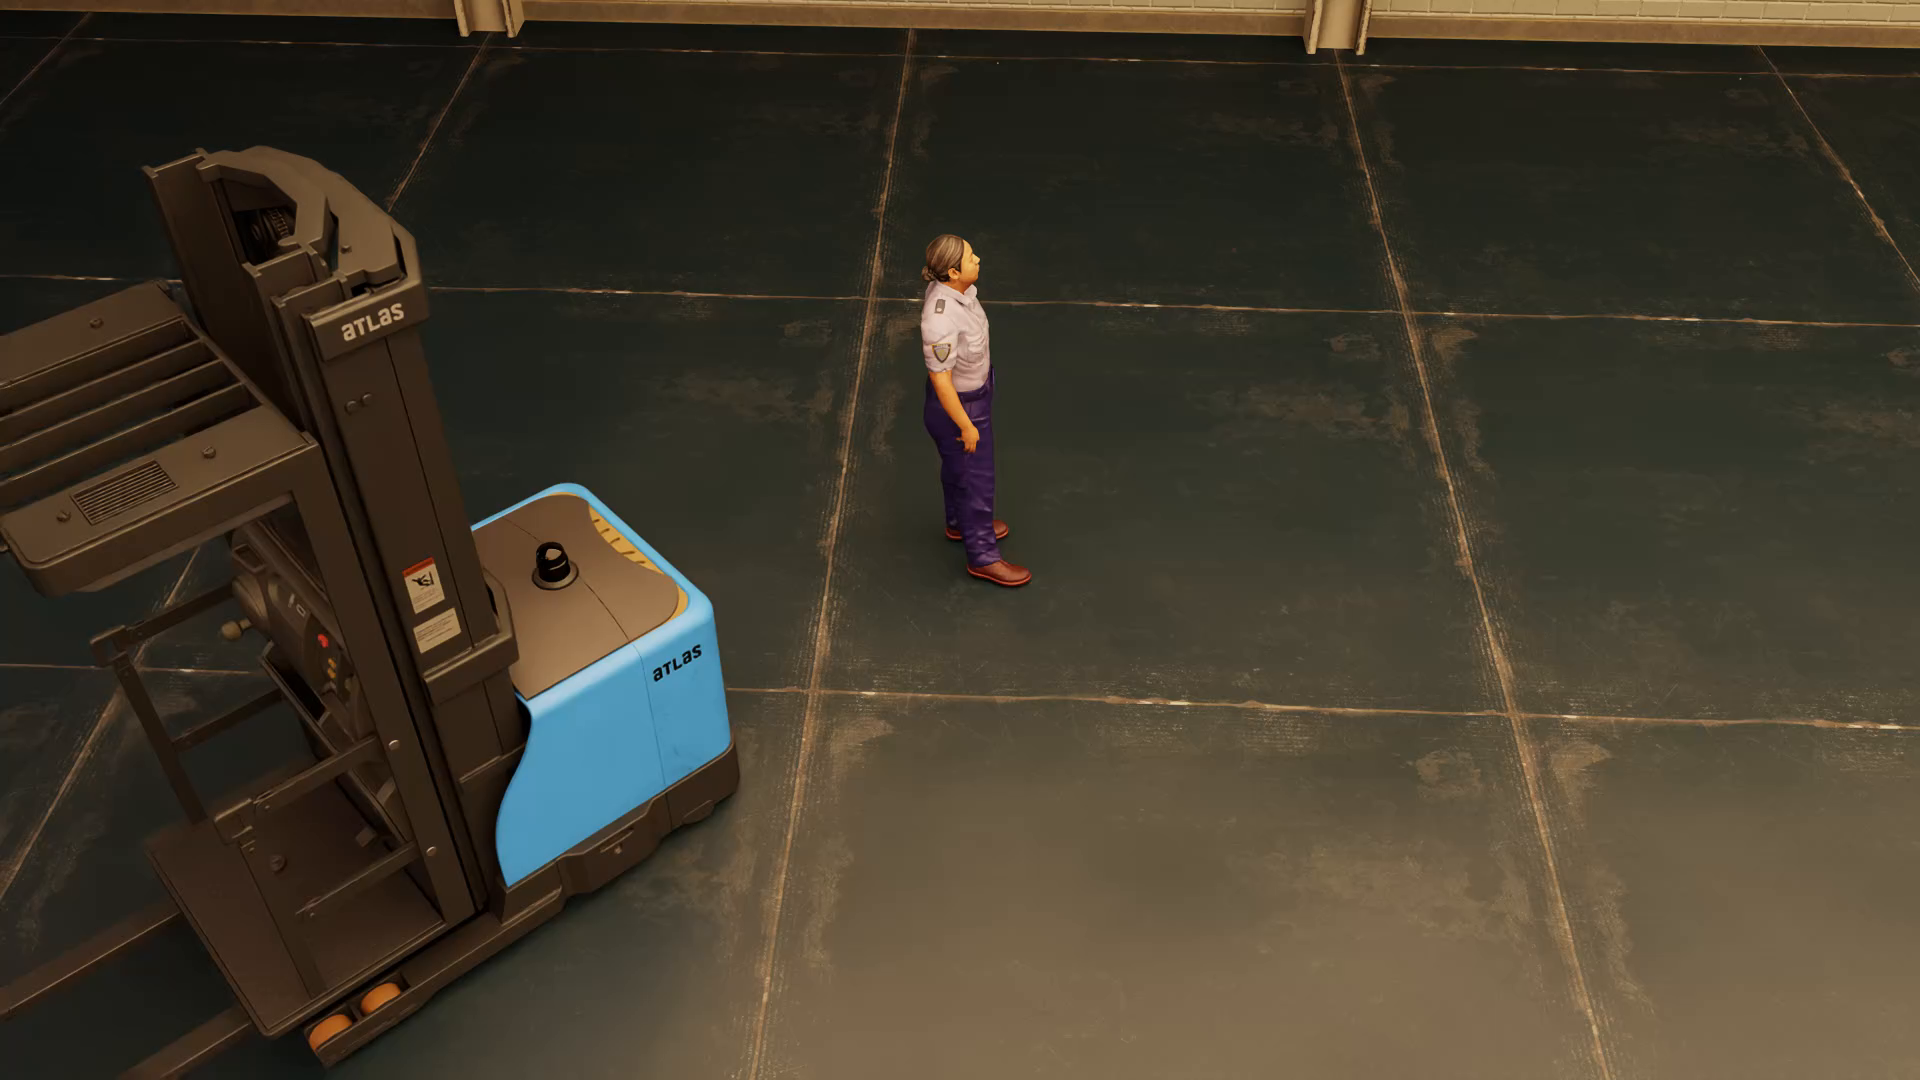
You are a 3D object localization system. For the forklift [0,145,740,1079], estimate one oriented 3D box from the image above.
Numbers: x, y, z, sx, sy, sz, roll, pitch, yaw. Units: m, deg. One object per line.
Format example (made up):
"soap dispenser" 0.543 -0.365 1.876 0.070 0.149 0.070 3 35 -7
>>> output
"forklift" -2.329 0.361 5.347 3.031 2.935 1.130 -31 51 -29

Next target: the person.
"person" 0.088 -0.596 7.336 0.503 1.650 0.599 2 42 2
